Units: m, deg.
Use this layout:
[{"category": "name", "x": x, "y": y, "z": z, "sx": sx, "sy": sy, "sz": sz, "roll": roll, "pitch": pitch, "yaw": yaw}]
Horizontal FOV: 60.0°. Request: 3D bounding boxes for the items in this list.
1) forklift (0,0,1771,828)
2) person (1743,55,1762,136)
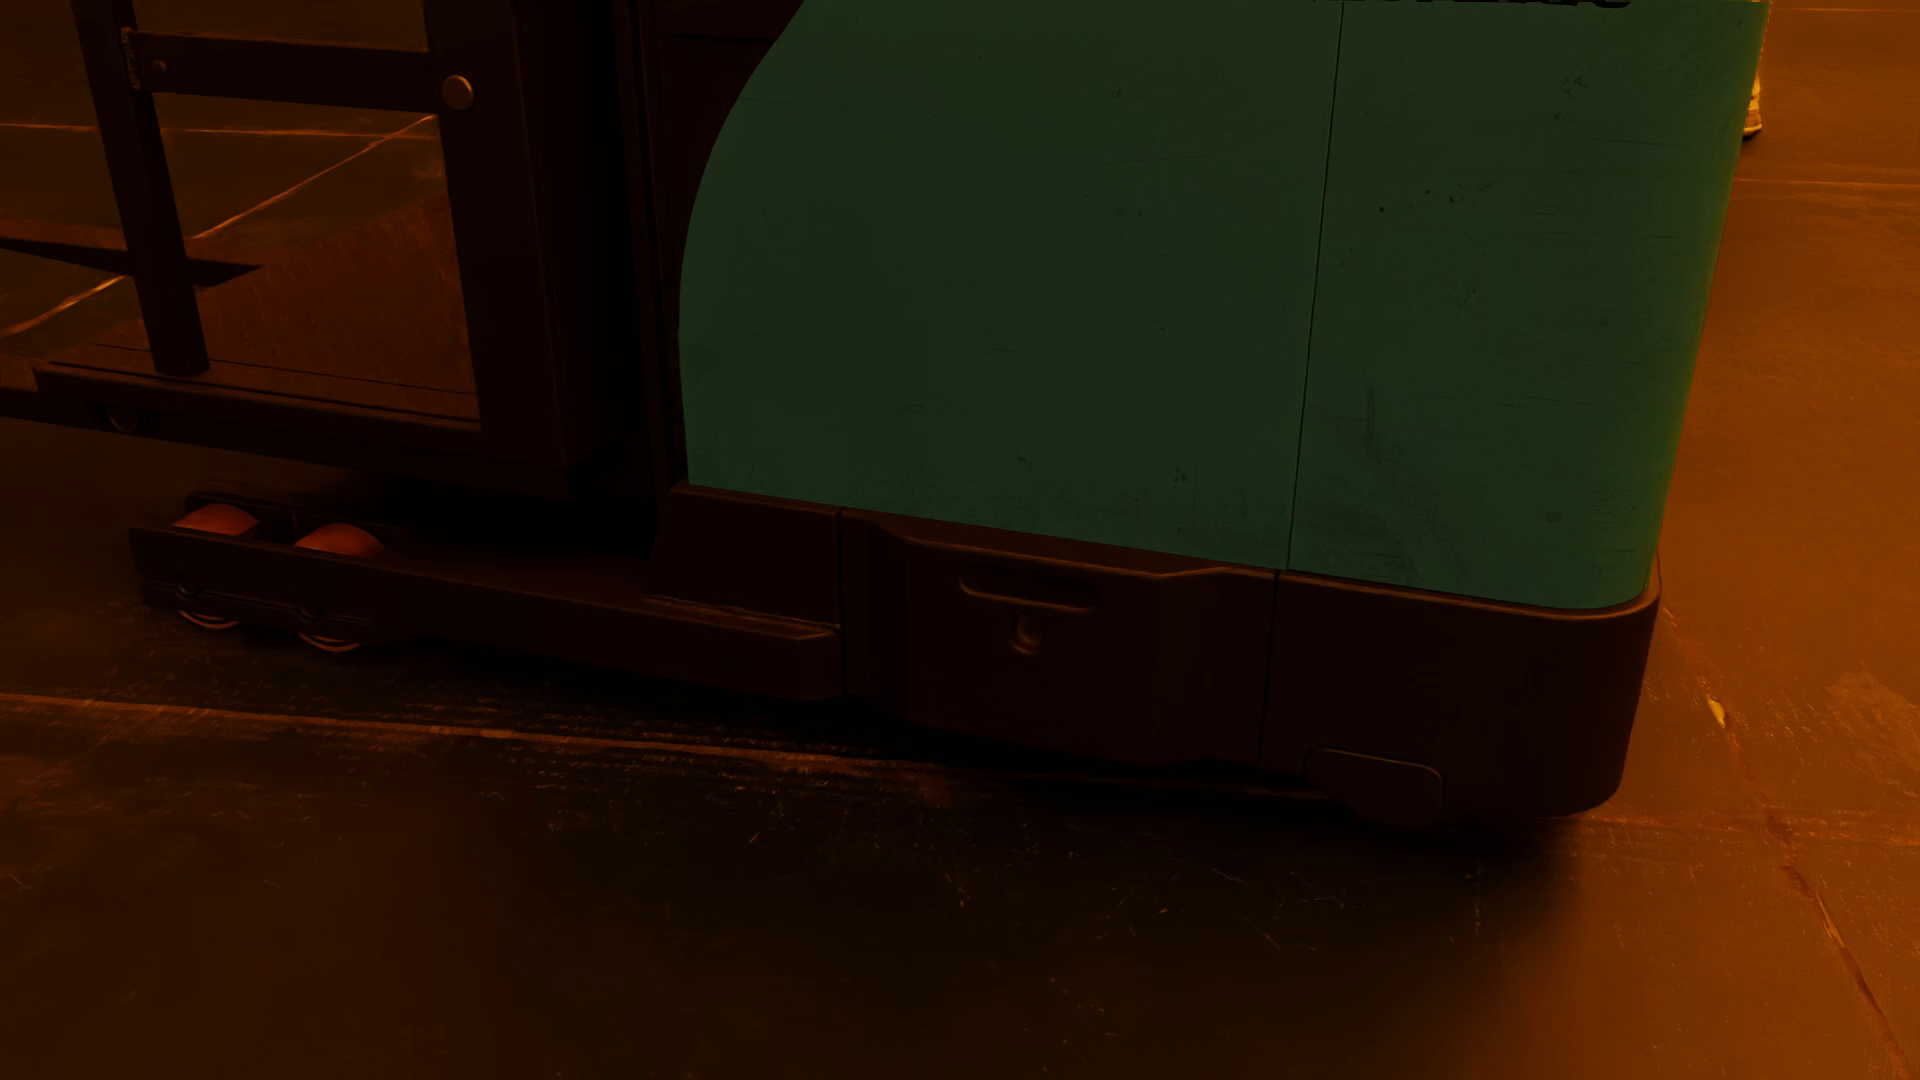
[{"category": "forklift", "x": -0.585, "y": -1.377, "z": 1.977, "sx": 3.031, "sy": 2.935, "sz": 1.130, "roll": 8, "pitch": 28, "yaw": 16}, {"category": "person", "x": 2.060, "y": -1.949, "z": 4.587, "sx": 0.814, "sy": 1.637, "sz": 0.371, "roll": 0, "pitch": 27, "yaw": 0}]
